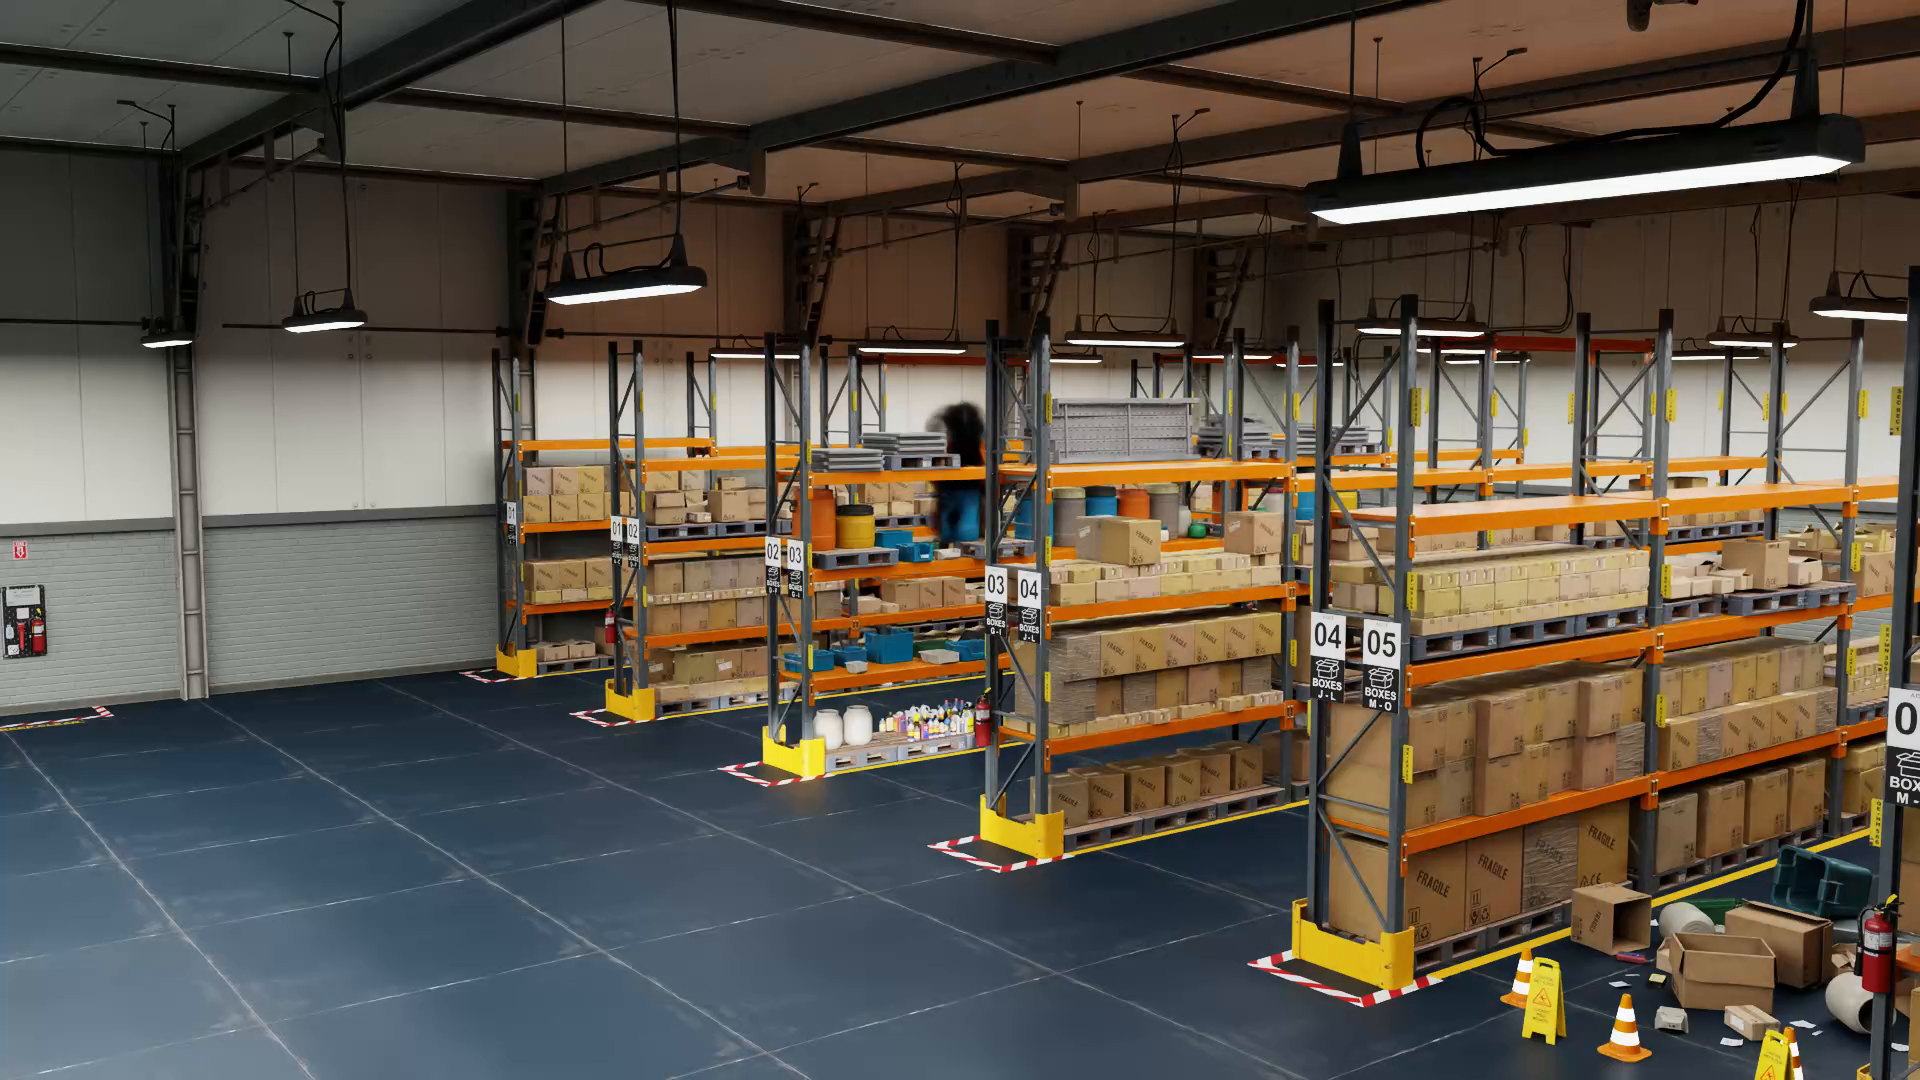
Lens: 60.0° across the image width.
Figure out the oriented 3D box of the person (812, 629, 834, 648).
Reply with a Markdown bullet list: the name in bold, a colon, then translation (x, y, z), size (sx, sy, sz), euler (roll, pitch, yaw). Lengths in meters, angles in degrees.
- **person**: translation (-2.621, 1.536, 31.561), size (0.685, 1.750, 0.717), euler (4, 6, 38)

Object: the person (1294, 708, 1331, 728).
- **person**: translation (5.259, 2.257, 24.377), size (1.056, 1.500, 0.594), euler (-2, 5, -22)
